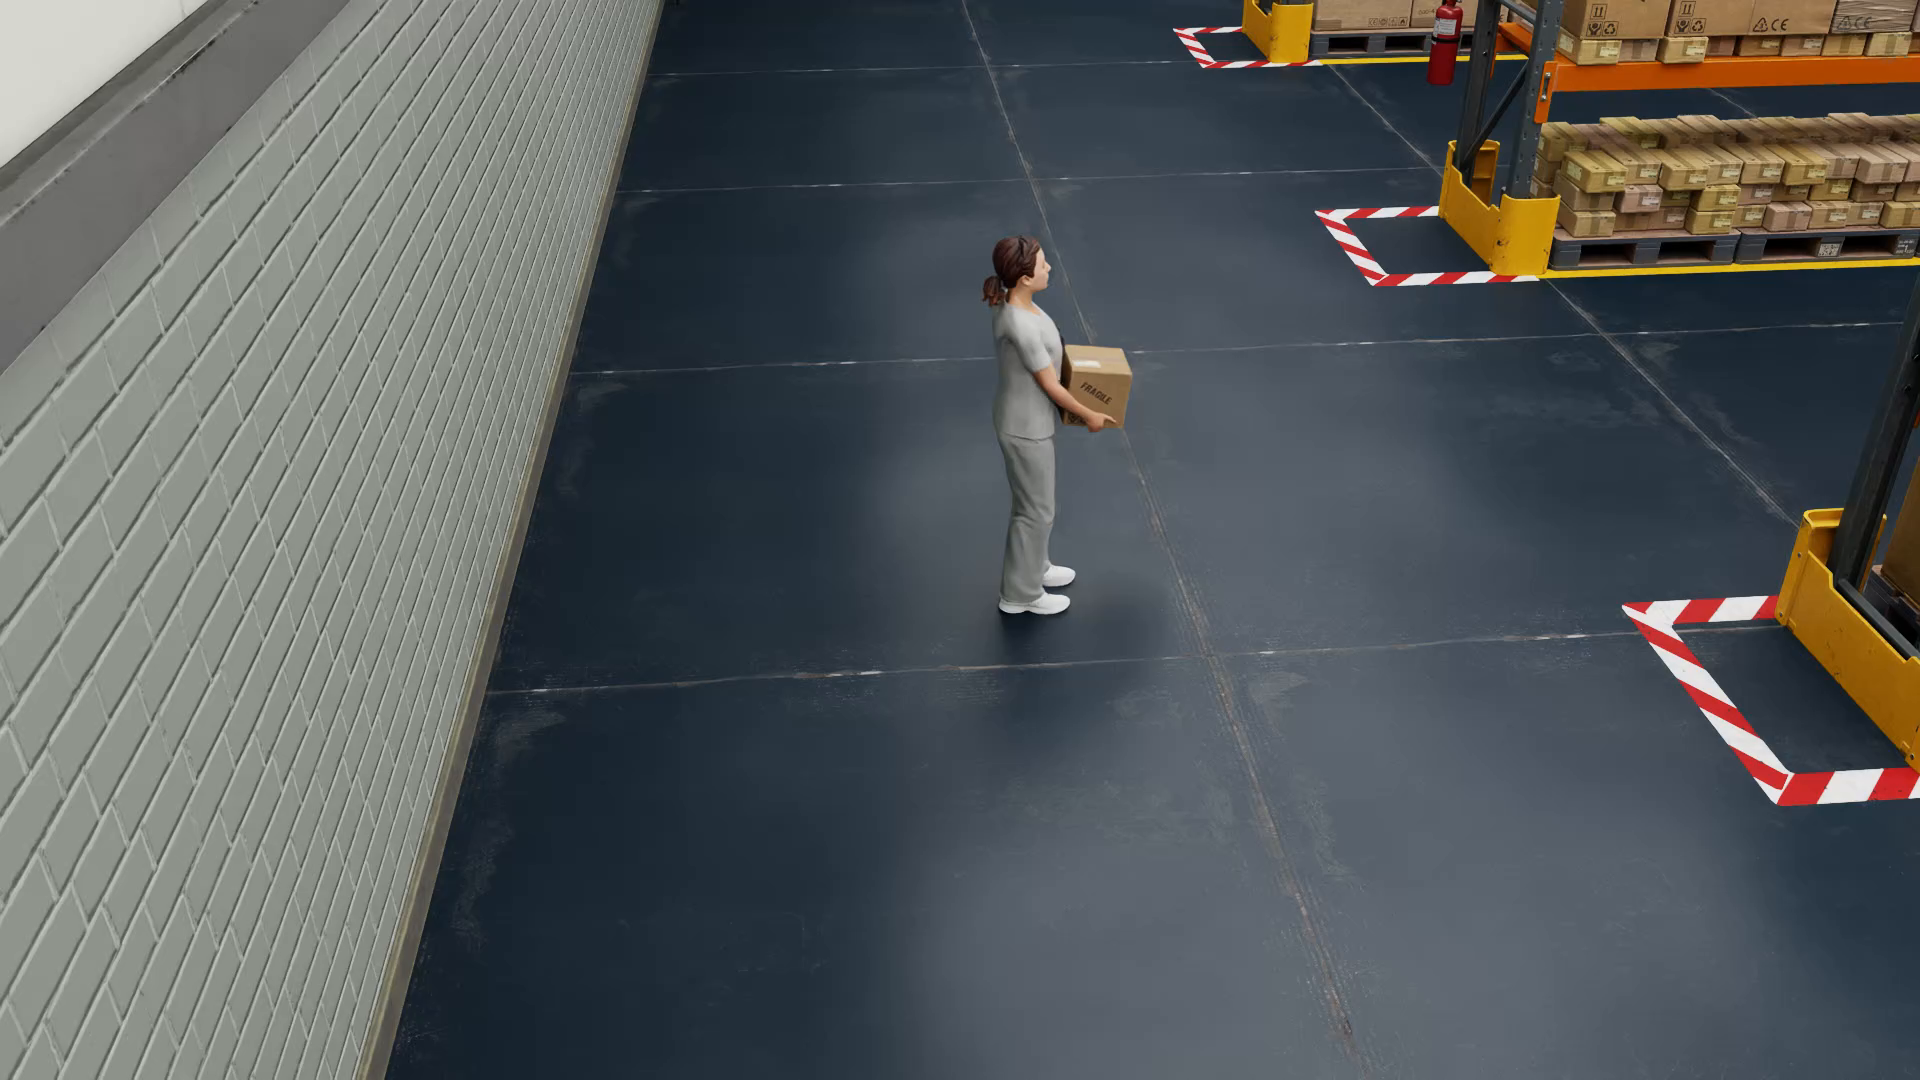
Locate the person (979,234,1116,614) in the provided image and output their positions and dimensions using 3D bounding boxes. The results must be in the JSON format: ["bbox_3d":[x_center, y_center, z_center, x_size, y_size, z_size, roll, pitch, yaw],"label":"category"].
[{"bbox_3d":[0.352,-0.474,6.929,0.548,1.667,0.434,-3,31,-4],"label":"person"}]
